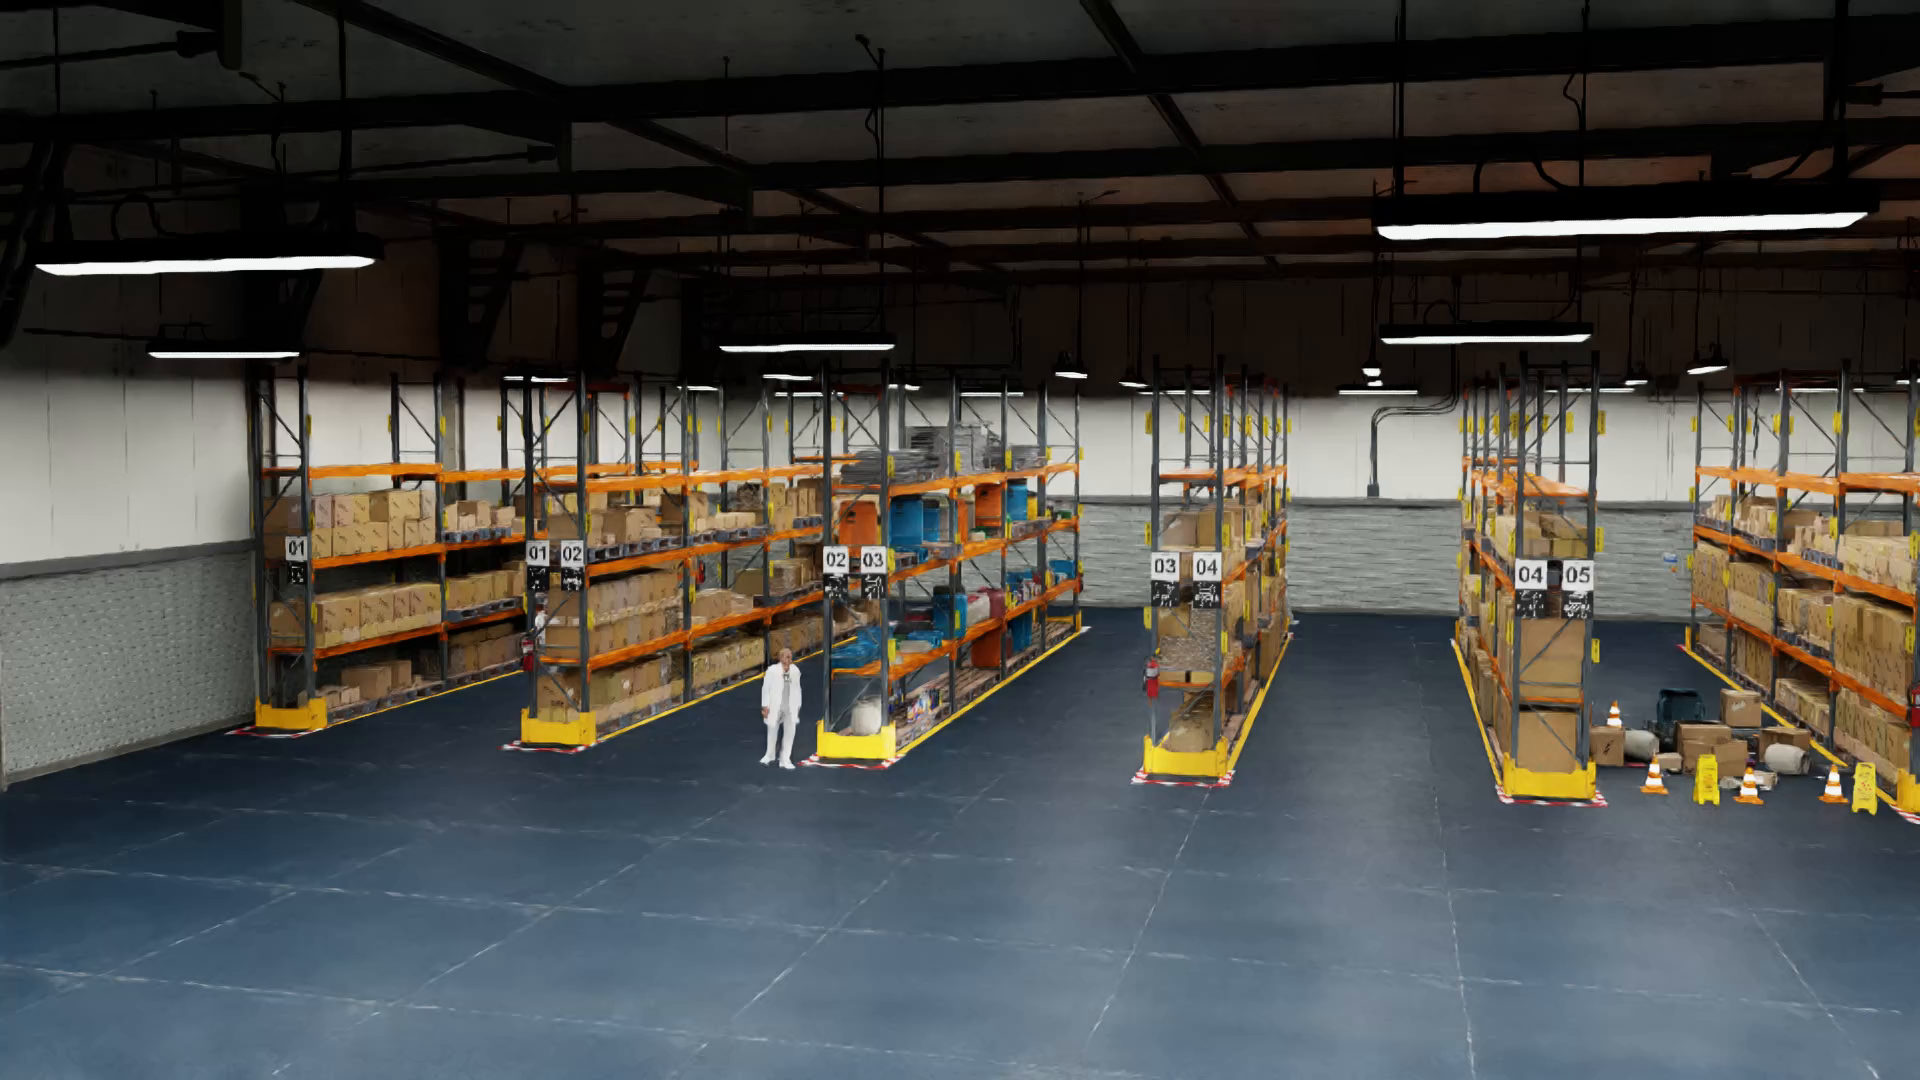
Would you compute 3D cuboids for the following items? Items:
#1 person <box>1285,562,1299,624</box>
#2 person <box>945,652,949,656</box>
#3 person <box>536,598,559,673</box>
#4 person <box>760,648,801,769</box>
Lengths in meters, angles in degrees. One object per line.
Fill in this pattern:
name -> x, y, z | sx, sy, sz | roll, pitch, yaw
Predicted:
person -> 8.067, 1.288, 41.648 | 0.691, 1.660, 0.567 | -3, 5, -36
person -> -0.184, 1.664, 36.098 | 0.575, 1.665, 0.572 | 3, 5, 37
person -> -7.878, 1.938, 31.824 | 0.535, 1.708, 1.036 | 0, 4, 6
person -> -2.635, 2.443, 24.390 | 0.614, 1.766, 0.628 | -2, 4, -22
